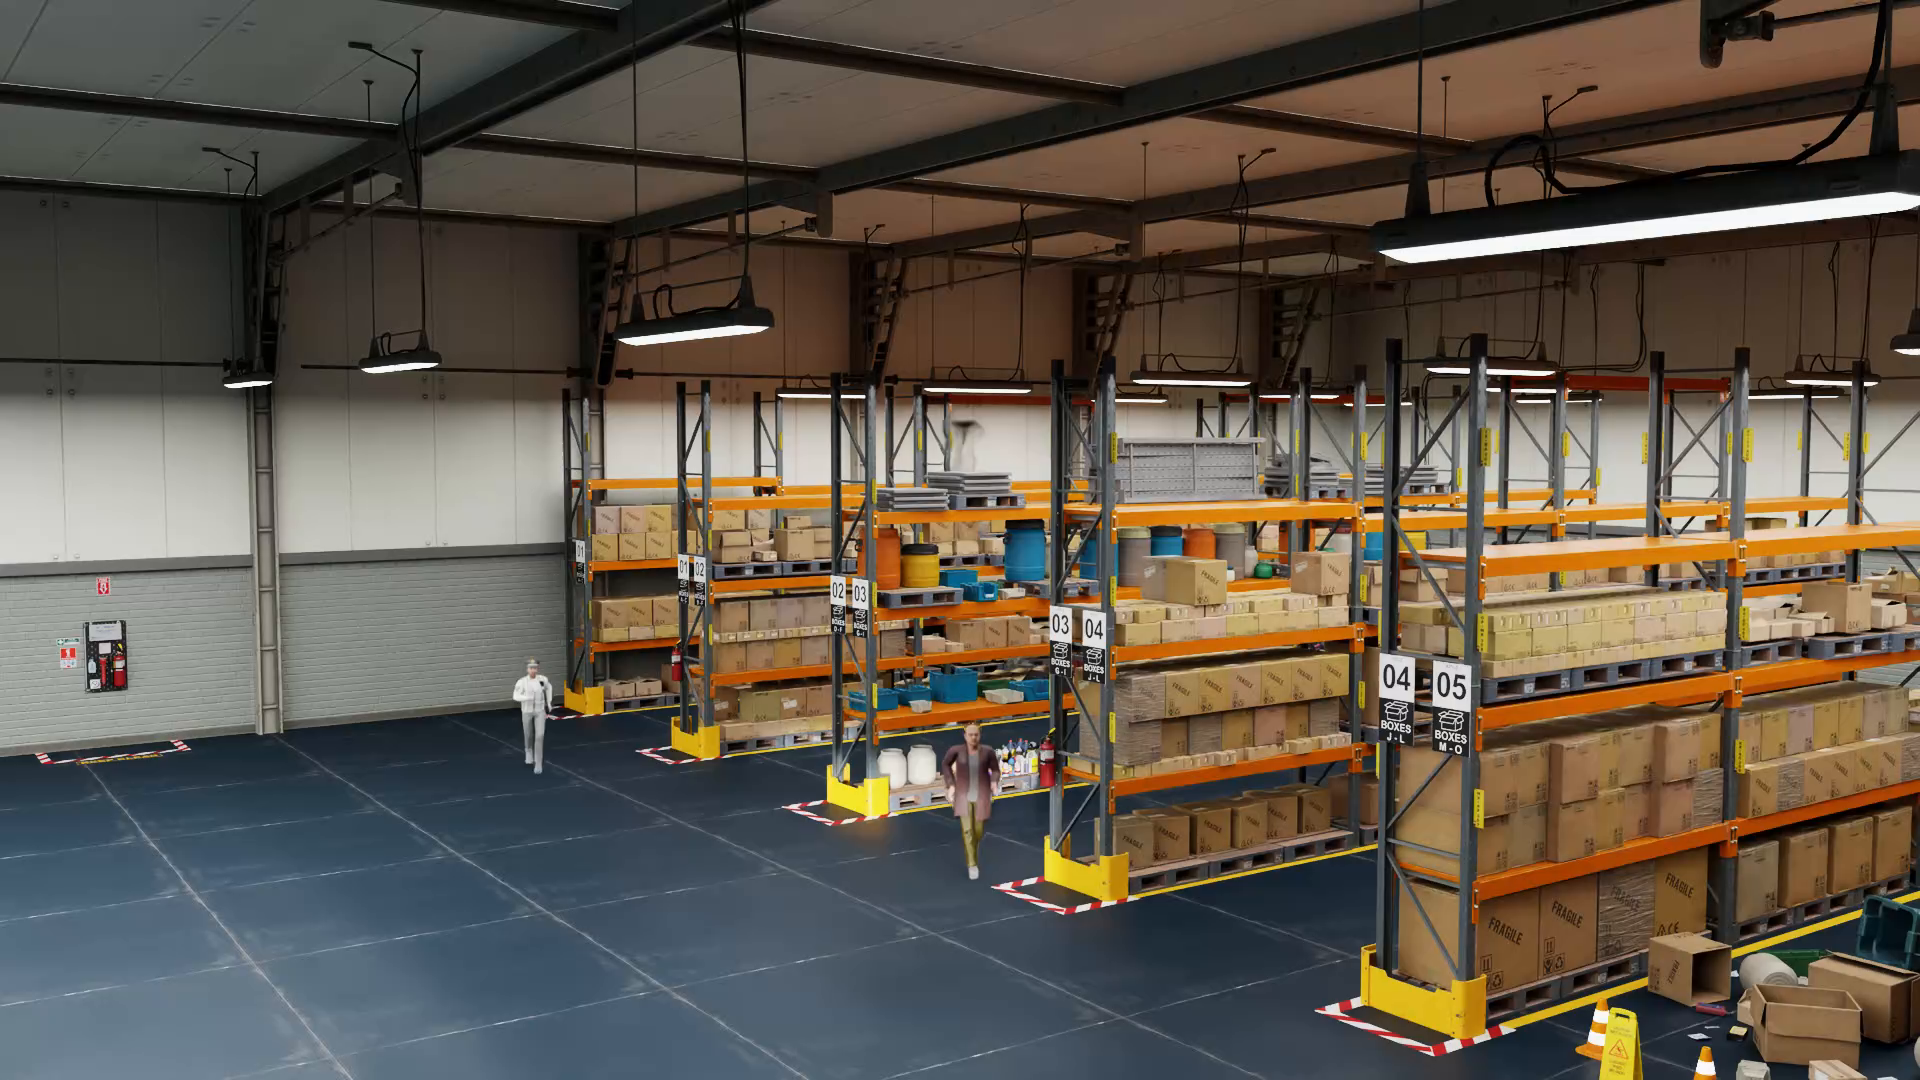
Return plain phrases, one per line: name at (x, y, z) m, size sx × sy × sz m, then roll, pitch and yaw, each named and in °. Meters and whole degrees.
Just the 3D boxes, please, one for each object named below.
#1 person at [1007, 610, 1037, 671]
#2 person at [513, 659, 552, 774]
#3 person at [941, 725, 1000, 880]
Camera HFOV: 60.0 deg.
person at (1.236, 2.132, 33.832) m, size 0.699 × 1.748 × 0.682 m, roll -3°, pitch 5°, yaw -38°
person at (-6.551, 2.663, 25.519) m, size 0.589 × 1.720 × 0.883 m, roll -1°, pitch 4°, yaw -17°
person at (0.130, 3.034, 19.644) m, size 0.691 × 1.762 × 0.957 m, roll 0°, pitch 4°, yaw -6°
